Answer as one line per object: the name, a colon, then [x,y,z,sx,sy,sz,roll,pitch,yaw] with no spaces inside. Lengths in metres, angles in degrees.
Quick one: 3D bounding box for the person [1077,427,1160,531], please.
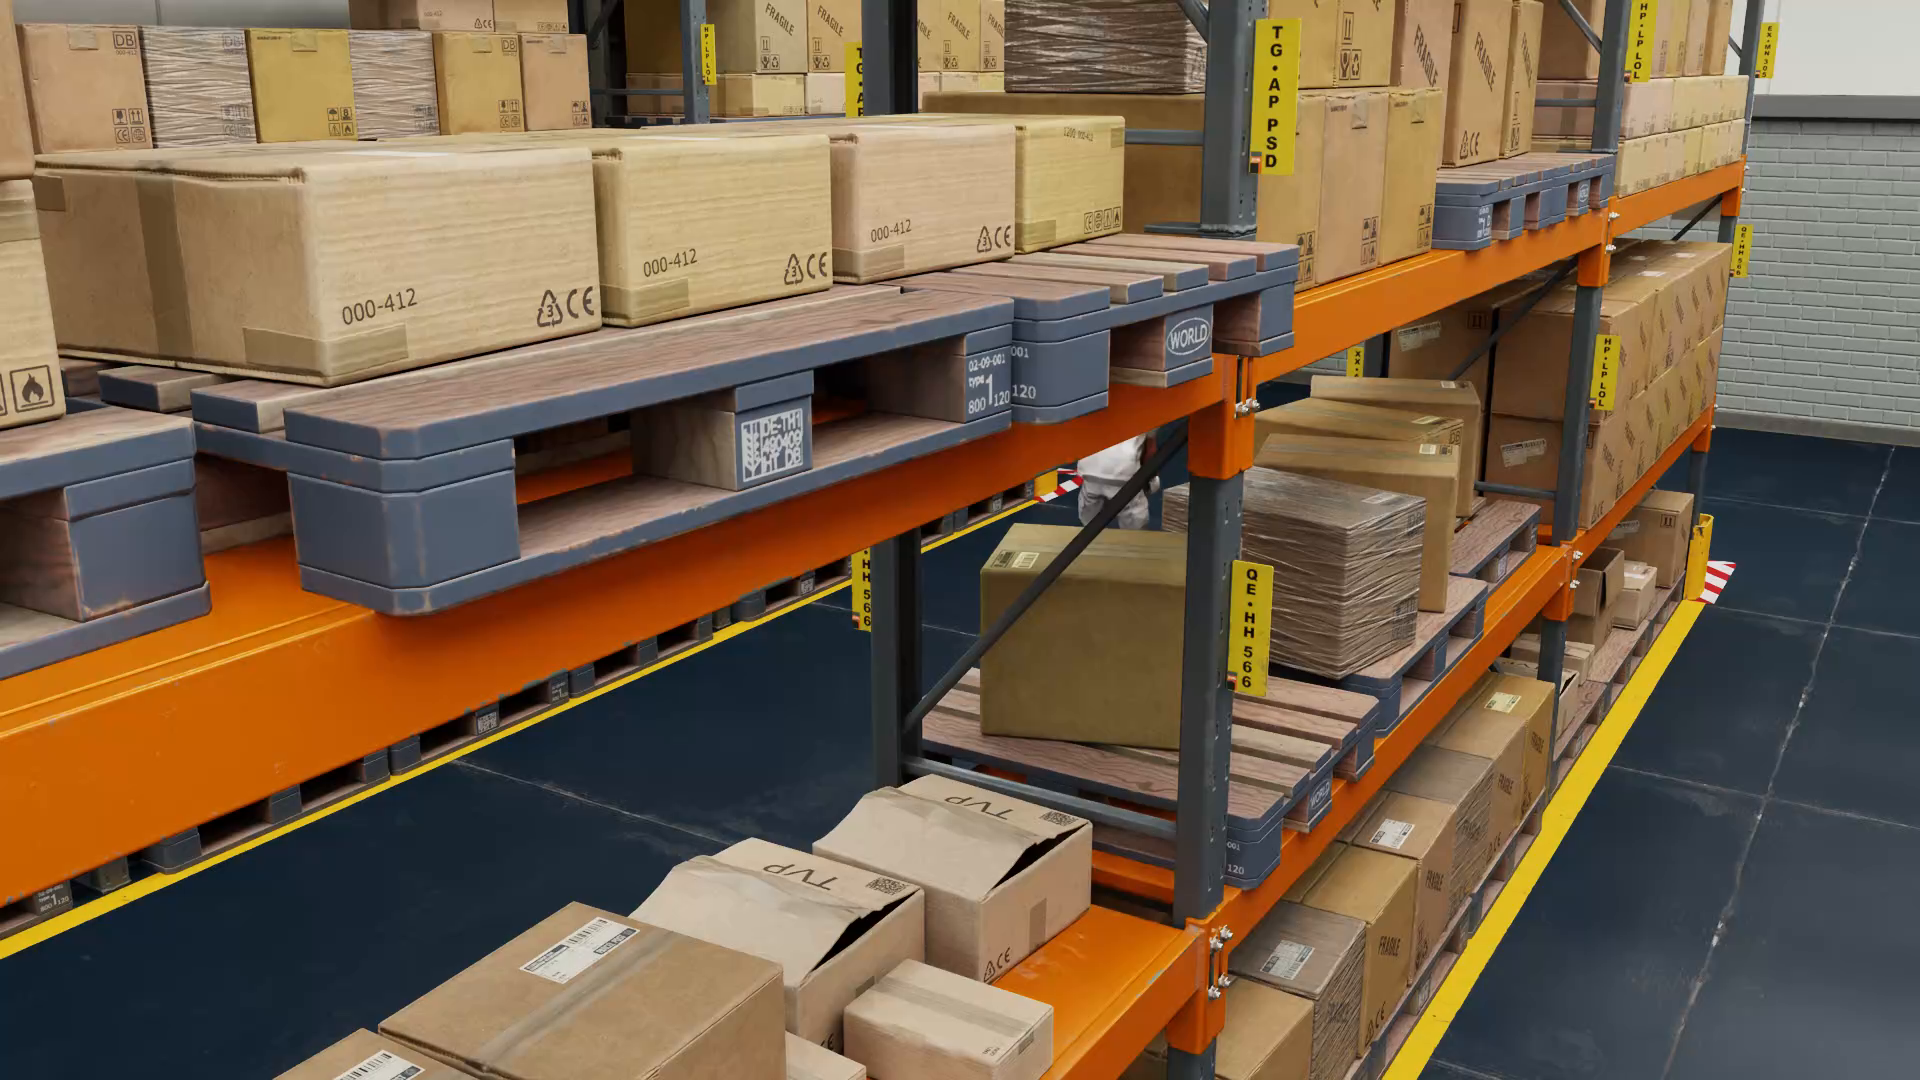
person: [1.002,-0.393,10.514,0.488,1.702,0.638,9,18,29]
